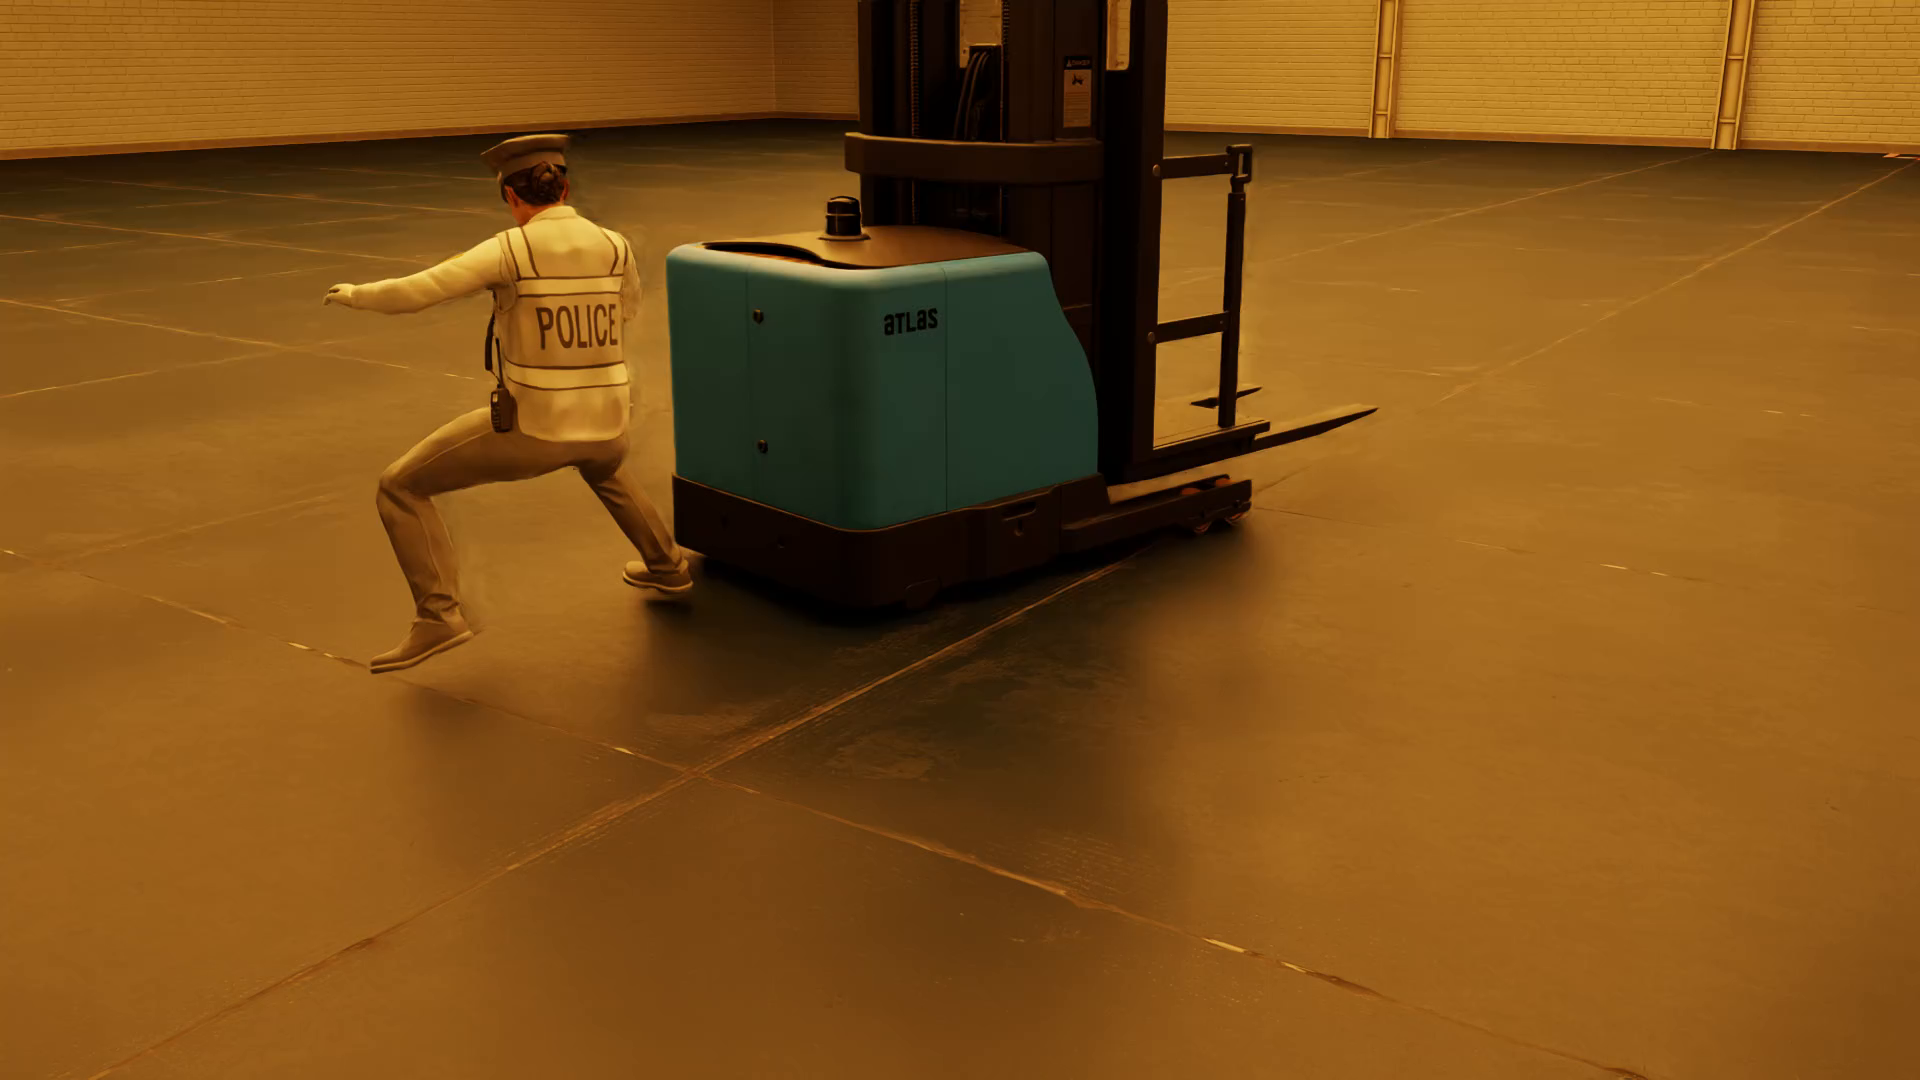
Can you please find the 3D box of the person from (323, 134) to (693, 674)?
[{"bbox_3d":[-1.229,-0.414,4.694,1.092,1.429,0.654,-14,22,-39],"label":"person"}]

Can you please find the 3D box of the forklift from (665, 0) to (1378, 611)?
[{"bbox_3d":[0.442,-1.525,5.932,3.031,2.935,1.130,-15,22,-41],"label":"forklift"}]
